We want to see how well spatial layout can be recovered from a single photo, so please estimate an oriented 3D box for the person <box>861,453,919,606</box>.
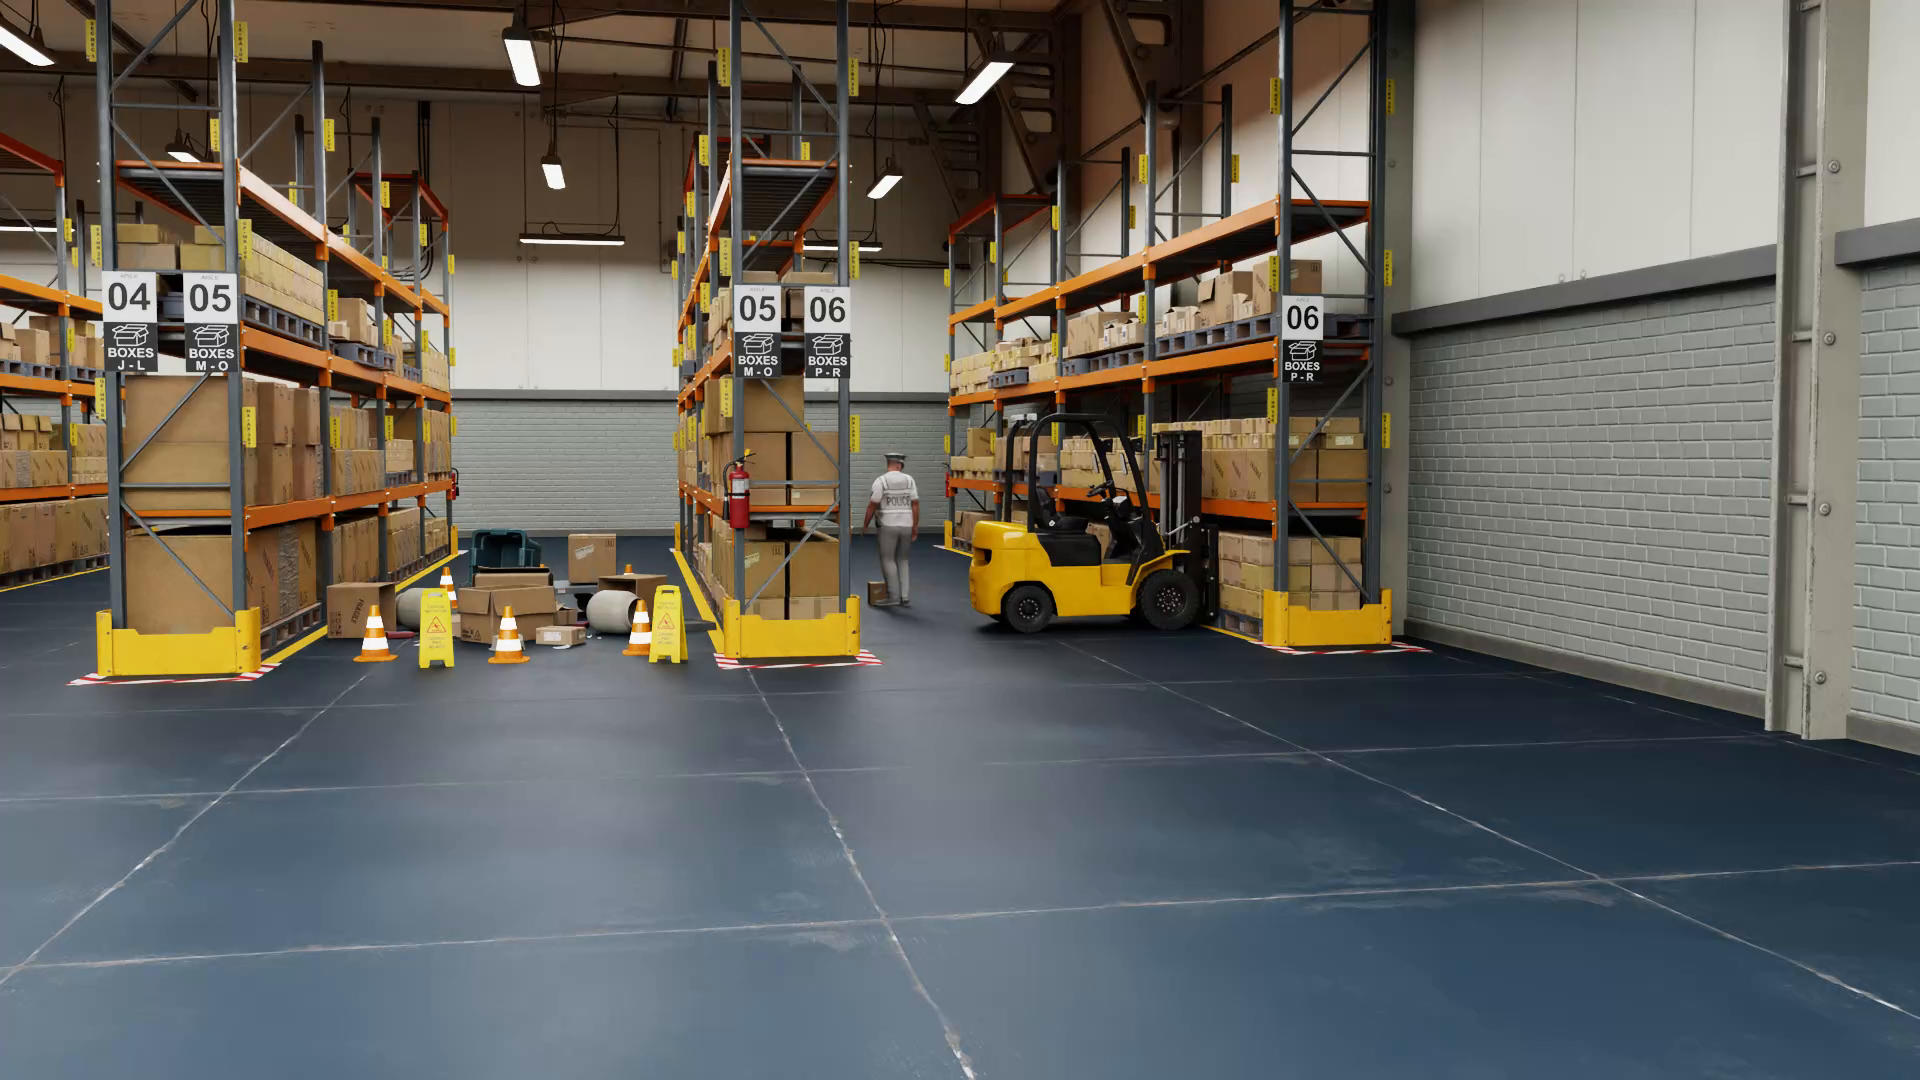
[{"bbox_3d":[-0.792,-0.082,19.003,0.594,1.825,0.486,-2,4,-34],"label":"person"}]
